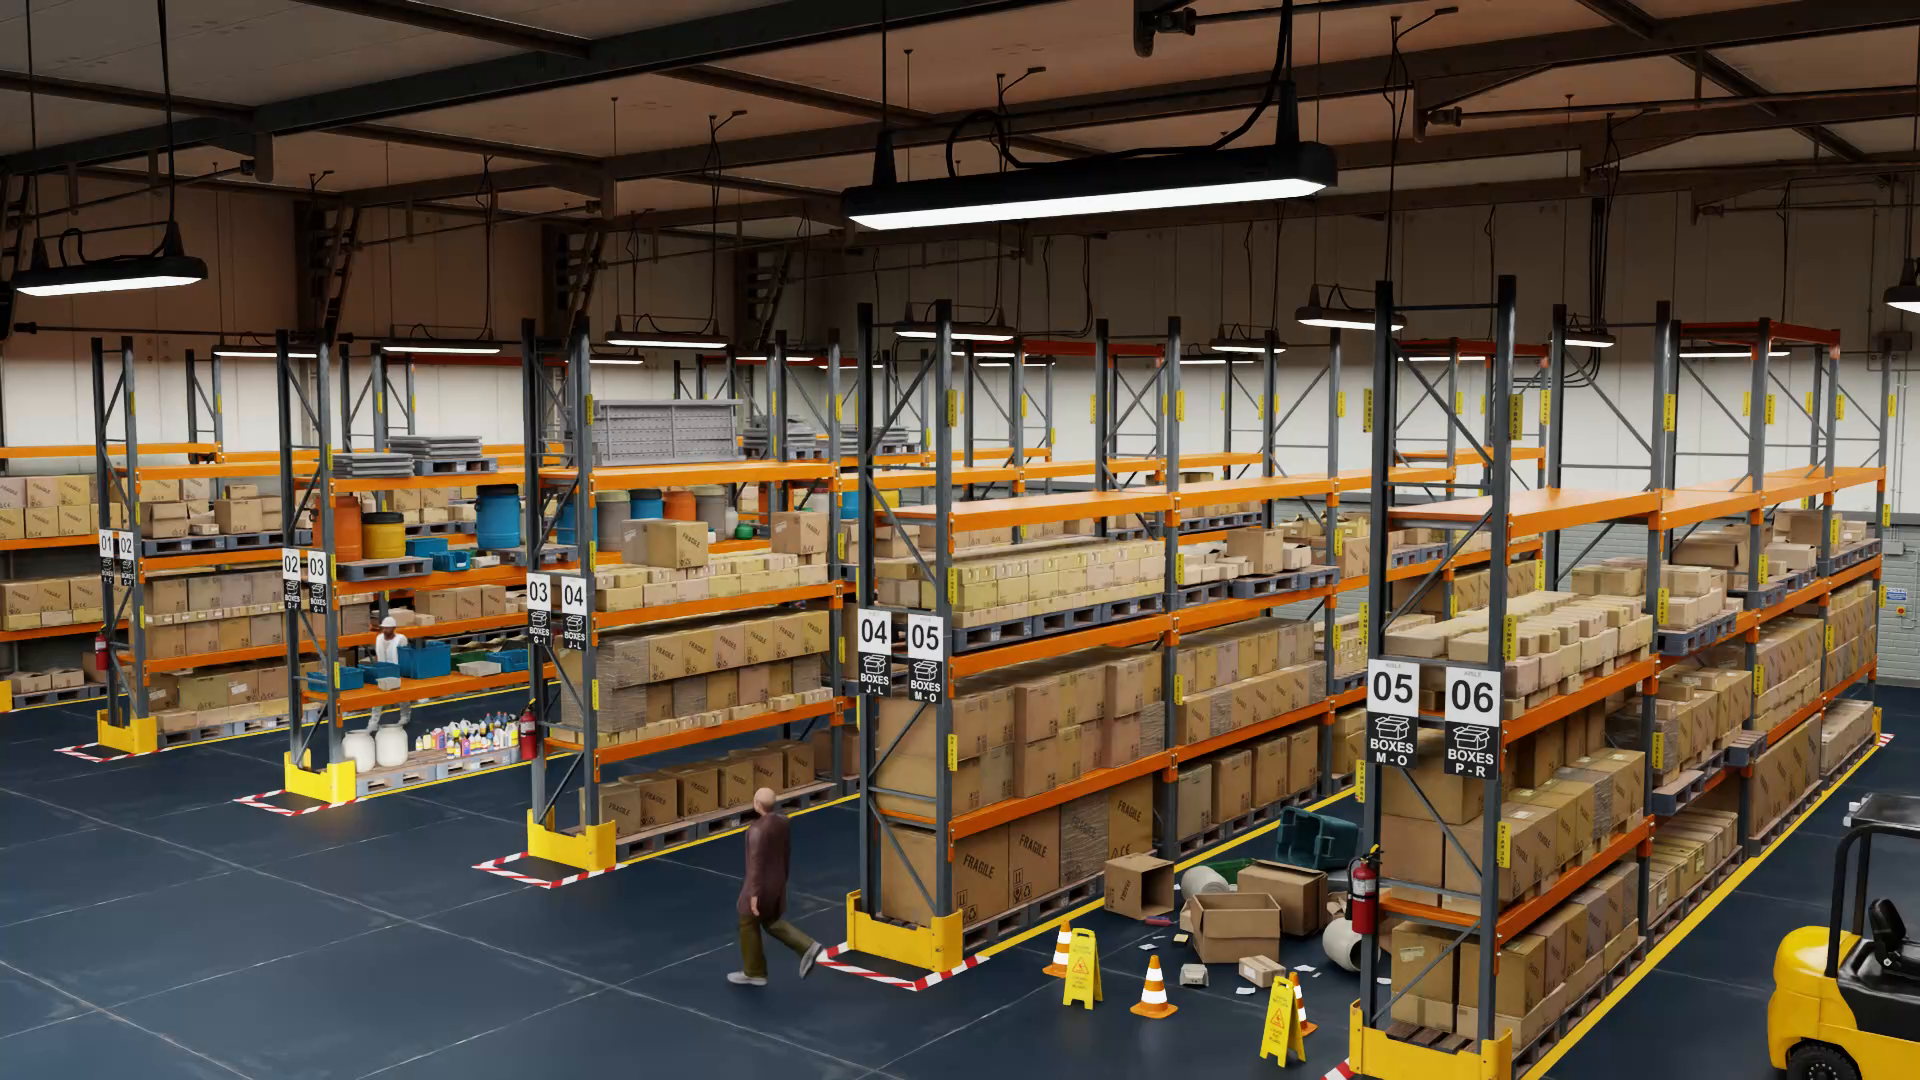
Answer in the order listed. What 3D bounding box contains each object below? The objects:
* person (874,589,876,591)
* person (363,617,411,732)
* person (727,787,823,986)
[{"bbox_3d":[-2.047,1.280,35.056,0.646,1.686,0.632,5,7,44],"label":"person"},{"bbox_3d":[-8.788,2.044,25.595,0.574,1.723,0.993,0,5,3],"label":"person"},{"bbox_3d":[-1.632,3.066,14.474,0.842,1.655,0.601,2,5,21],"label":"person"}]
